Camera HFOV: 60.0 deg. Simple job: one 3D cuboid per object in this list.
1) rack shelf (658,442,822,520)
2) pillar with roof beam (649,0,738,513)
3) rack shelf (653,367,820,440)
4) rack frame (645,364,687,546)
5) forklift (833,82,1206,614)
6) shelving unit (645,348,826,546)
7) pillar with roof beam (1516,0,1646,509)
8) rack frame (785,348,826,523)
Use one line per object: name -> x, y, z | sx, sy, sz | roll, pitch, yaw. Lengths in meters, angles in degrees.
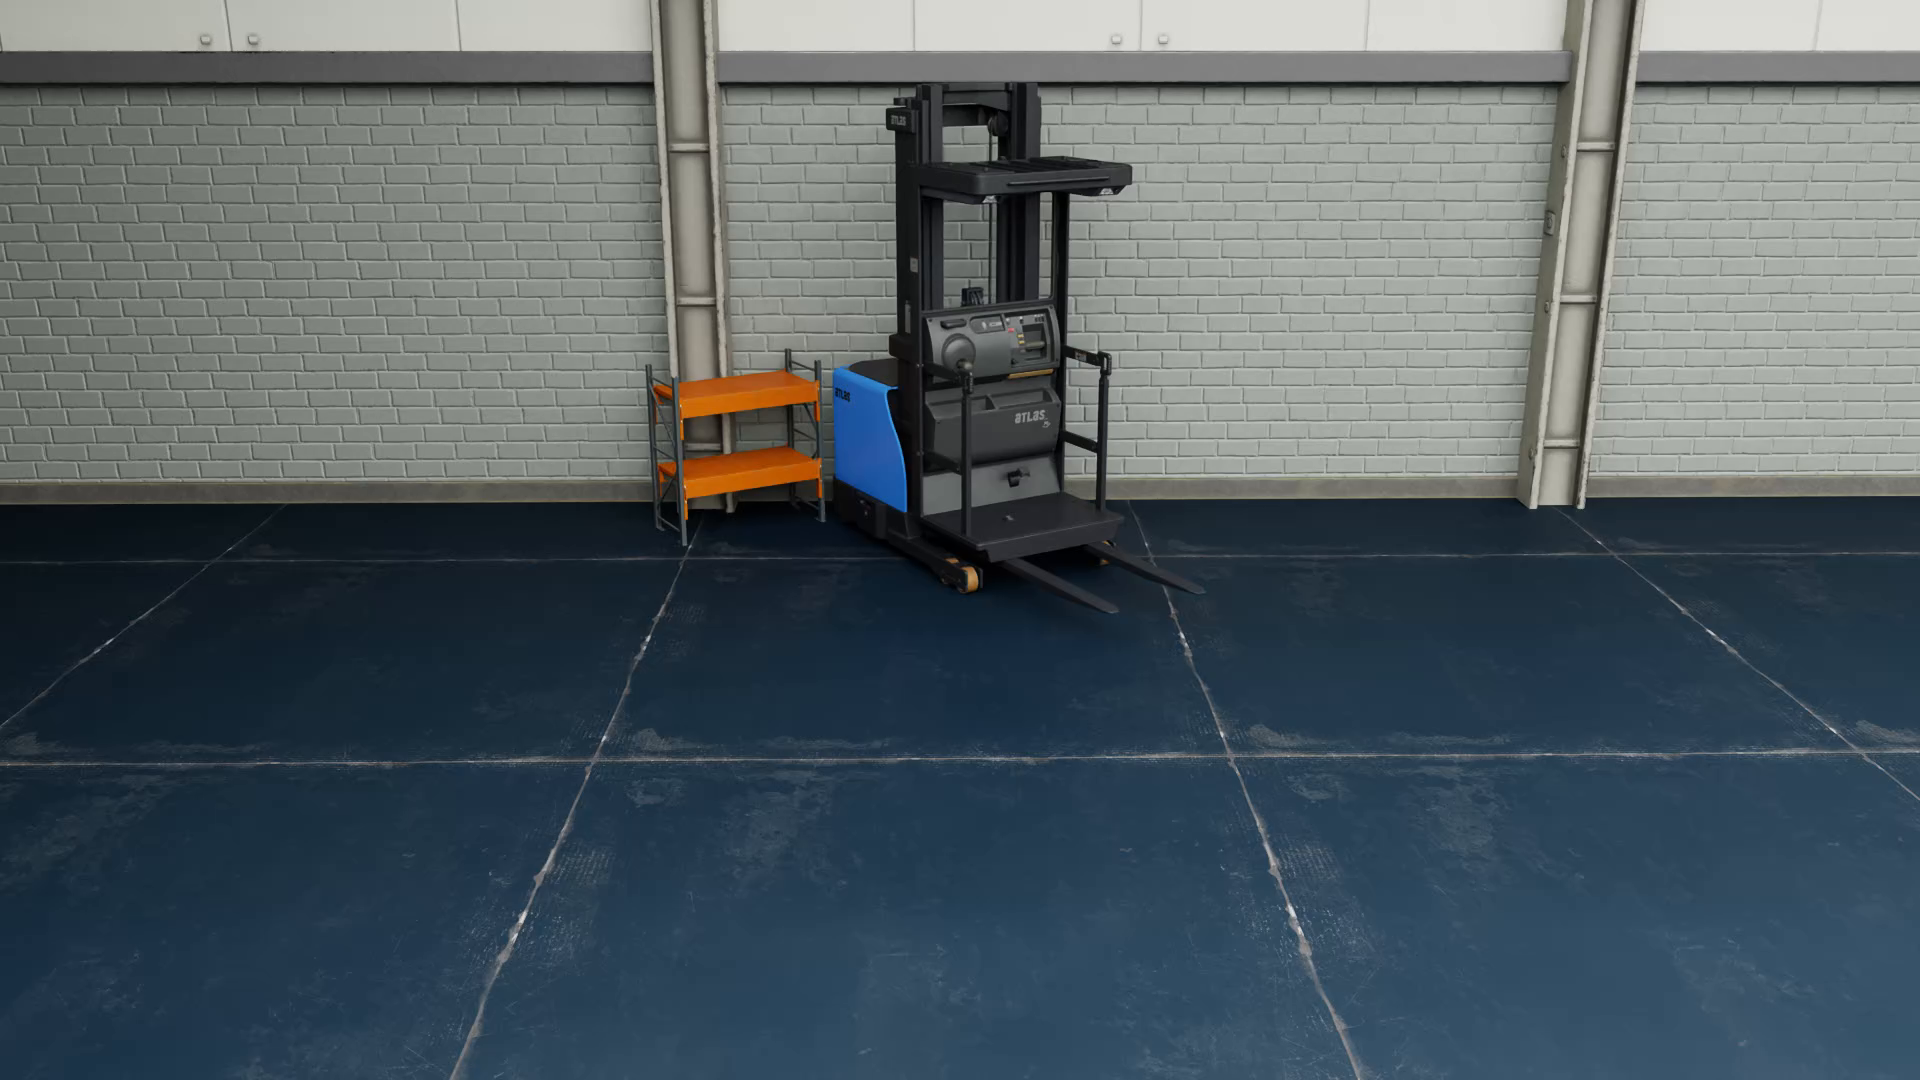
rack shelf -> -1.502, -0.410, 11.284 | 1.000, 0.278, 0.538 | -11, 21, -30
pillar with roof beam -> -1.718, -3.210, 6.322 | 0.400, 9.000, 9.100 | 0, 18, -1
rack shelf -> -1.502, -0.921, 11.120 | 1.000, 0.278, 0.538 | -11, 21, -30
rack frame -> -1.936, -0.562, 10.958 | 0.032, 1.125, 0.500 | -11, 21, -30
forklift -> 0.322, -1.233, 10.093 | 1.130, 2.935, 3.031 | -10, 21, -30
shelving unit -> -1.502, -0.643, 11.209 | 1.048, 1.125, 0.538 | -11, 21, -30
pillar with roof beam -> 4.281, -3.239, 6.413 | 0.400, 9.000, 9.100 | 0, 18, -1
rack frame -> -1.068, -0.723, 11.461 | 0.032, 1.125, 0.500 | -11, 21, -30
